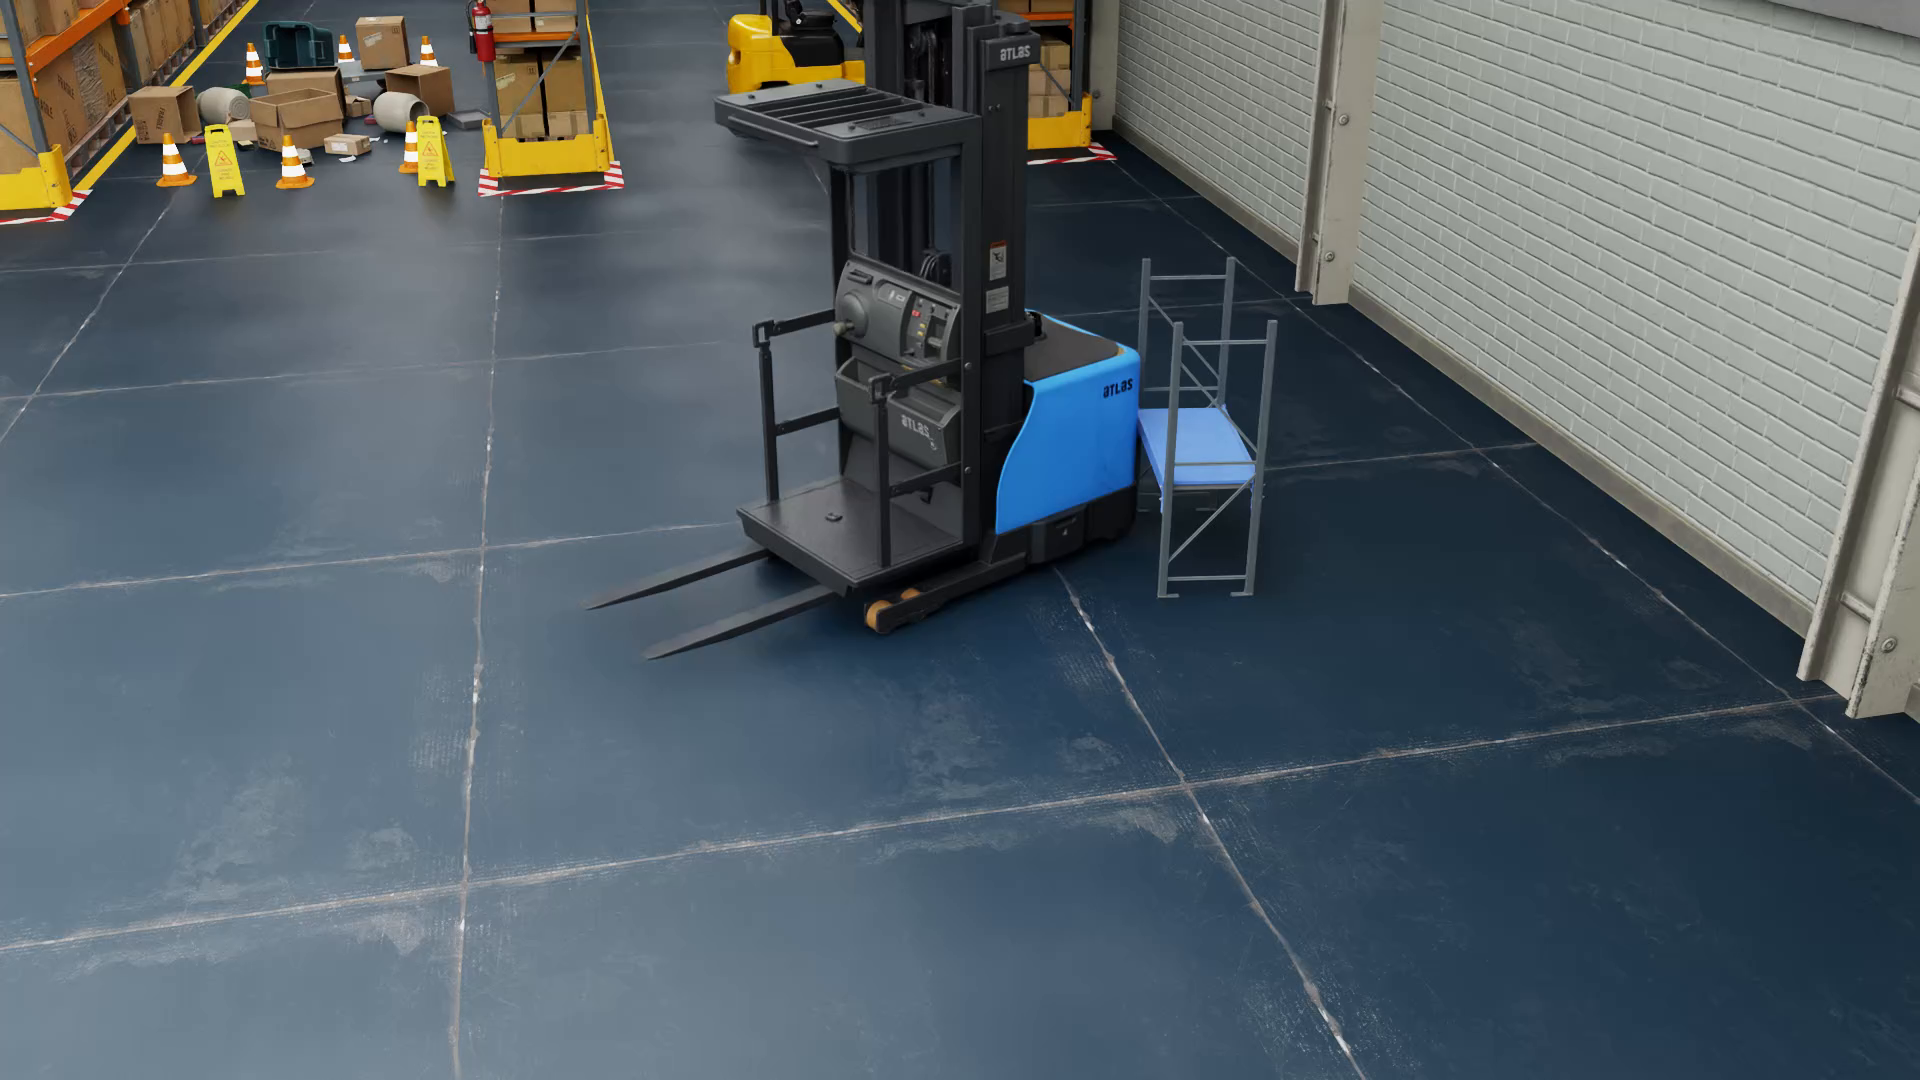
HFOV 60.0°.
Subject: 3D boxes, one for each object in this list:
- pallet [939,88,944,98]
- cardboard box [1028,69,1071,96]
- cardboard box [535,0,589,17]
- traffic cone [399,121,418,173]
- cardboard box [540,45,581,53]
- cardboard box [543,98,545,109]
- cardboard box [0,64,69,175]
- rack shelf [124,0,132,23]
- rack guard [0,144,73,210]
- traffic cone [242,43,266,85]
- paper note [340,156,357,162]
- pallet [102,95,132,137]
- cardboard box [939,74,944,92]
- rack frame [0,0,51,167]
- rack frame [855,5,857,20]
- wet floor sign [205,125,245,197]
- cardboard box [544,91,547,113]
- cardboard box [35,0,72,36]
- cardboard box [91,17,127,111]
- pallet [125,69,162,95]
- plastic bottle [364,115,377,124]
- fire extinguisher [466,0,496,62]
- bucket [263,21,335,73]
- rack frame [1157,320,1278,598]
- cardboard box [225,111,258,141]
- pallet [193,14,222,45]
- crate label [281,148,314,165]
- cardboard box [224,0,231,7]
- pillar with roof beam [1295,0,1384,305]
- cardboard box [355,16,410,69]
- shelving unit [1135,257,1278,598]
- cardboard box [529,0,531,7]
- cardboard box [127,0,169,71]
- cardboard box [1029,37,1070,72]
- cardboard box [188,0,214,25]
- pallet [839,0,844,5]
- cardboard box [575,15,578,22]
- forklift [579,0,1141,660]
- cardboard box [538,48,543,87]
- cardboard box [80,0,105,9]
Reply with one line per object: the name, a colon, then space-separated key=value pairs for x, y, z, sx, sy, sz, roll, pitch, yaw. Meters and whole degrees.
pallet: x=0.288 y=-5.113 z=19.146 sx=1.003 sy=0.211 sz=1.213 roll=-6 pitch=27 yaw=-12
cardboard box: x=0.869 y=-4.903 z=17.665 sx=0.500 sy=0.250 sz=0.500 roll=-5 pitch=27 yaw=-11
cardboard box: x=-3.899 y=-5.400 z=16.179 sx=0.500 sy=0.500 sz=0.500 roll=-6 pitch=27 yaw=-12
traffic cone: x=-5.416 y=-3.912 z=16.487 sx=0.336 sy=0.463 sz=0.334 roll=-6 pitch=27 yaw=-12
cardboard box: x=-4.103 y=-4.903 z=17.388 sx=0.500 sy=0.500 sz=0.500 roll=-7 pitch=28 yaw=-14
cardboard box: x=-4.739 y=-4.731 z=17.881 sx=0.500 sy=0.250 sz=0.500 roll=-7 pitch=28 yaw=-13
cardboard box: x=-9.080 y=-3.969 z=15.677 sx=0.875 sy=0.875 sz=0.875 roll=-6 pitch=27 yaw=-11
rack shelf: x=-10.215 y=-6.752 z=20.097 sx=1.077 sy=0.370 sz=4.000 roll=-6 pitch=27 yaw=-12
rack guard: x=-8.857 y=-3.313 z=15.259 sx=1.175 sy=0.500 sz=0.348 roll=-6 pitch=27 yaw=-12
traffic cone: x=-8.595 y=-5.805 z=20.238 sx=0.336 sy=0.463 sz=0.334 roll=-6 pitch=27 yaw=-12
paper note: x=-6.215 y=-3.874 z=16.891 sx=0.148 sy=0.019 sz=0.142 roll=-16 pitch=31 yaw=-29
pallet: x=-9.669 y=-4.609 z=18.147 sx=1.003 sy=0.211 sz=1.213 roll=-6 pitch=27 yaw=-12
cardboard box: x=0.013 y=-5.292 z=18.991 sx=0.500 sy=0.250 sz=0.500 roll=-5 pitch=27 yaw=-10
rack frame: x=-8.862 y=-4.439 z=14.717 sx=1.000 sy=3.000 sz=0.127 roll=-6 pitch=27 yaw=-12
rack frame: x=-1.030 y=-9.004 z=23.760 sx=1.000 sy=3.000 sz=0.127 roll=-6 pitch=27 yaw=-12
wet floor sign: x=-6.927 y=-3.577 z=15.620 sx=0.267 sy=0.644 sz=0.232 roll=-11 pitch=29 yaw=-20
cardboard box: x=-4.218 y=-4.792 z=18.000 sx=0.500 sy=0.250 sz=0.500 roll=-4 pitch=27 yaw=-8
cardboard box: x=-9.139 y=-5.163 z=15.983 sx=0.875 sy=0.550 sz=0.550 roll=-6 pitch=27 yaw=-12
cardboard box: x=-9.690 y=-5.151 z=18.019 sx=0.875 sy=0.875 sz=0.875 roll=-6 pitch=27 yaw=-11
pallet: x=-10.011 y=-5.282 z=19.480 sx=1.003 sy=0.211 sz=1.213 roll=-6 pitch=27 yaw=-12
plastic bottle: x=-6.500 y=-4.674 z=18.442 sx=0.133 sy=0.061 sz=0.283 roll=-1 pitch=27 yaw=-3
fire extinguisher: x=-4.486 y=-4.855 z=15.626 sx=0.296 sy=0.674 sz=0.183 roll=-6 pitch=27 yaw=-12
bucket: x=-7.487 y=-5.587 z=18.936 sx=0.726 sy=0.611 sz=0.620 roll=3 pitch=17 yaw=6
rack frame: x=1.279 y=-0.380 z=8.338 sx=0.500 sy=1.500 sz=0.032 roll=-1 pitch=27 yaw=-3
cardboard box: x=-7.582 y=-4.407 z=17.687 sx=0.396 sy=0.266 sz=0.258 roll=-1 pitch=27 yaw=-3
pallet: x=-10.840 y=-7.050 z=22.983 sx=1.003 sy=0.211 sz=1.213 roll=-6 pitch=27 yaw=-12
crate label: x=-6.659 y=-3.843 z=16.712 sx=0.250 sy=0.136 sz=0.298 roll=-23 pitch=35 yaw=-38
cardboard box: x=-10.928 y=-8.029 z=24.136 sx=0.500 sy=0.500 sz=0.500 roll=-7 pitch=28 yaw=-13
pillar with roof beam: x=-1.348 y=-5.496 z=10.153 sx=9.100 sy=9.000 sz=0.400 roll=-6 pitch=27 yaw=-12
cardboard box: x=-6.691 y=-5.771 z=19.288 sx=0.500 sy=0.500 sz=0.500 roll=-6 pitch=27 yaw=-12
shelving unit: x=1.253 y=-0.608 z=8.791 sx=0.538 sy=1.500 sz=1.048 roll=-1 pitch=27 yaw=-3
cardboard box: x=-4.562 y=-5.595 z=16.564 sx=0.500 sy=0.500 sz=0.500 roll=-6 pitch=27 yaw=-11
cardboard box: x=-10.205 y=-6.066 z=19.970 sx=1.050 sy=0.750 sz=0.750 roll=-6 pitch=27 yaw=-12
cardboard box: x=0.849 y=-5.129 z=17.558 sx=0.500 sy=0.250 sz=0.500 roll=-6 pitch=27 yaw=-12
cardboard box: x=-10.576 y=-7.359 z=22.810 sx=0.500 sy=0.500 sz=0.500 roll=-7 pitch=28 yaw=-14
pallet: x=-1.433 y=-8.625 z=26.105 sx=1.003 sy=0.211 sz=1.213 roll=-6 pitch=27 yaw=-12
cardboard box: x=-3.989 y=-5.279 z=16.658 sx=0.380 sy=0.149 sz=0.250 roll=-7 pitch=28 yaw=-13
forklift: x=-0.481 y=-1.107 z=8.190 sx=3.031 sy=2.935 sz=1.130 roll=-20 pitch=33 yaw=-34
cardboard box: x=-4.725 y=-5.057 z=17.694 sx=0.500 sy=0.500 sz=0.500 roll=-7 pitch=28 yaw=-13
cardboard box: x=-9.523 y=-5.863 z=17.370 sx=0.875 sy=0.550 sz=0.550 roll=-6 pitch=27 yaw=-12
